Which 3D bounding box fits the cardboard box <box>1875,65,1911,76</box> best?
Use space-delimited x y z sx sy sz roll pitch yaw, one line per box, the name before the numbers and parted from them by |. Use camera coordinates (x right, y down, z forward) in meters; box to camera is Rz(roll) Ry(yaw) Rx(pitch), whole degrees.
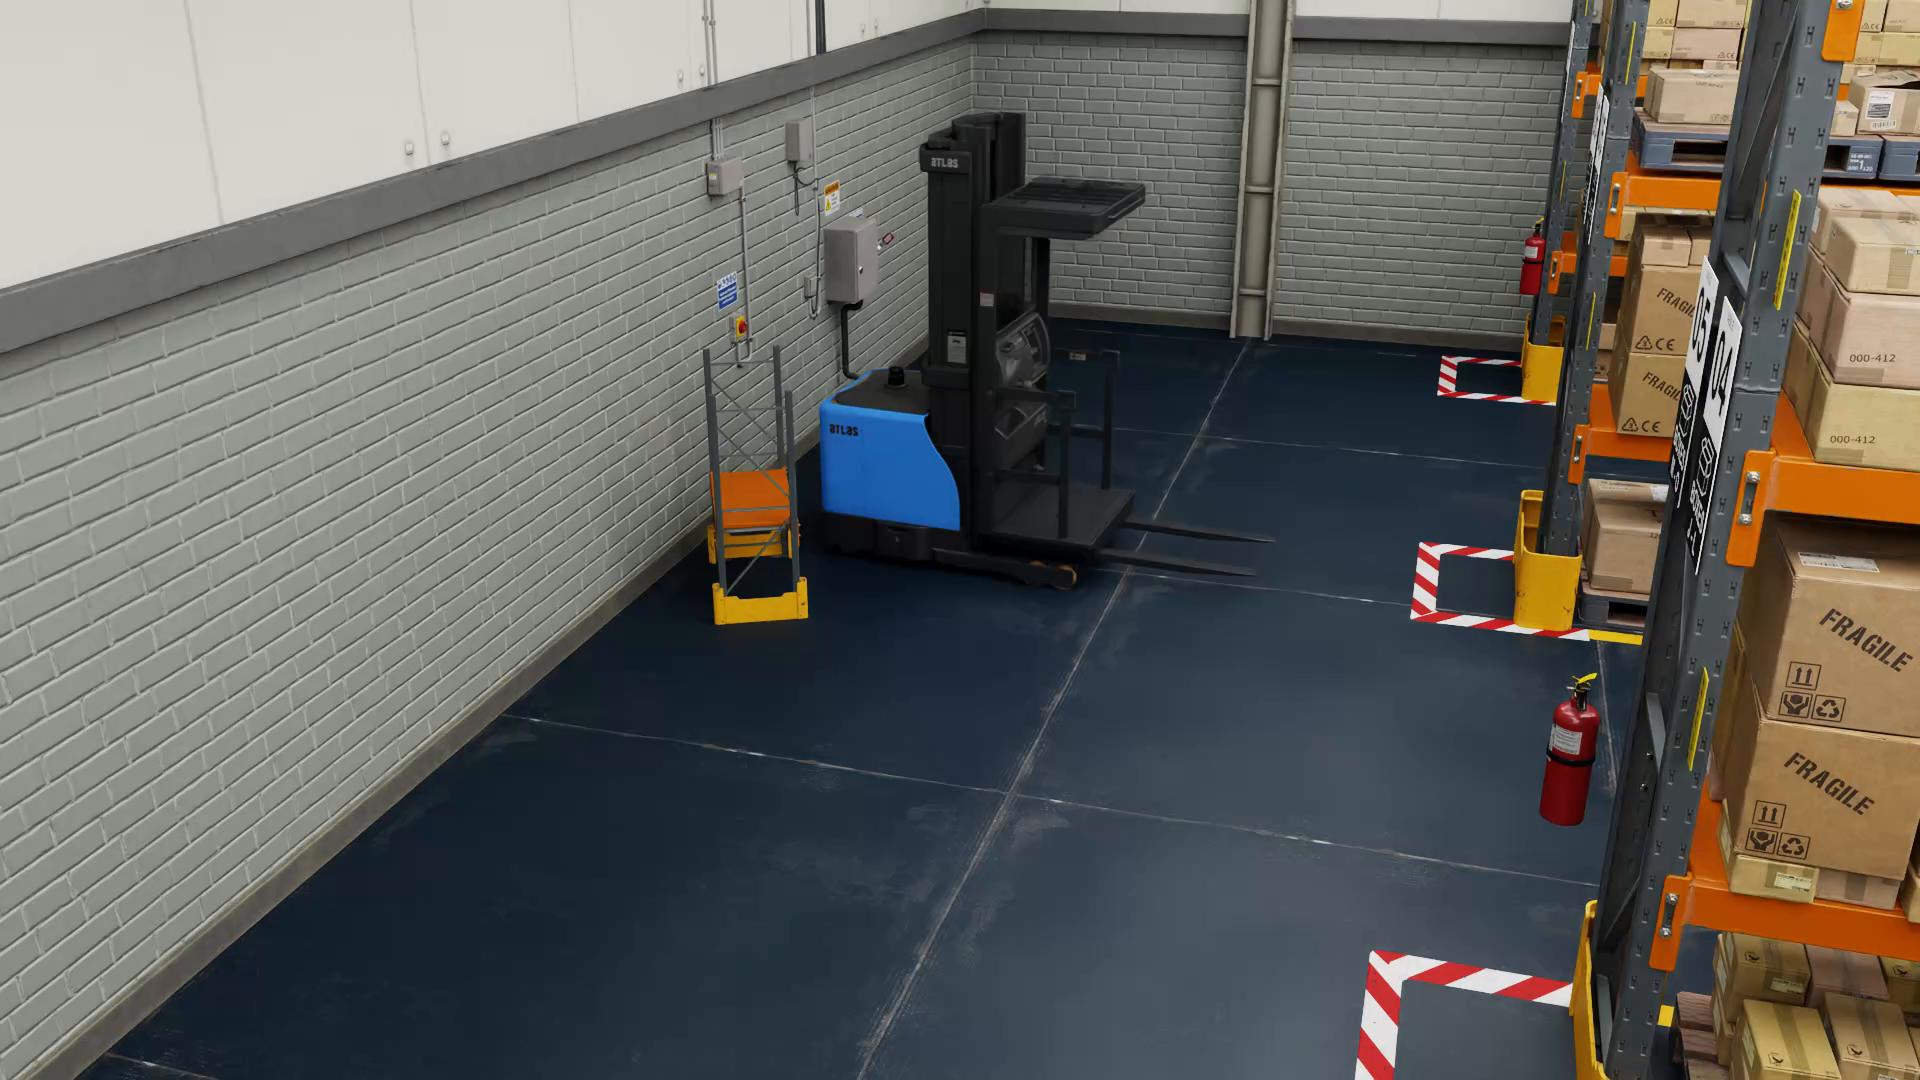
cardboard box | 7.453 -3.760 13.362 0.250 0.149 0.380 7 23 16

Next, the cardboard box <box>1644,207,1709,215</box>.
cardboard box | 6.104 -2.706 14.219 0.500 0.250 0.500 7 23 16

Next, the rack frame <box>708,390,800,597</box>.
rack frame | -1.257 -0.187 10.249 0.500 1.500 0.032 -4 23 -9

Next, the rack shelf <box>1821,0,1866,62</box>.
rack shelf | 4.417 -1.449 4.397 4.000 0.370 1.077 7 23 16

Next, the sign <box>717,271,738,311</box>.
sign | -1.643 -1.760 11.753 0.001 0.218 0.327 7 23 16

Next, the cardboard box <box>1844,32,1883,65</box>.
cardboard box | 7.092 -3.991 13.401 0.500 0.250 0.500 6 23 15

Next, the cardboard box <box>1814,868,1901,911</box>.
cardboard box | 2.973 1.057 5.572 0.250 0.149 0.380 7 23 17

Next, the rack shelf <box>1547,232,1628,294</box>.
rack shelf | 7.180 -2.288 14.344 4.000 0.370 1.077 7 23 16

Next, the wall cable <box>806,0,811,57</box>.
wall cable | -1.472 -4.606 11.142 0.029 3.000 2.355 7 23 16

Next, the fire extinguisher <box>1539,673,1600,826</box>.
fire extinguisher | 2.394 0.786 6.494 0.183 0.674 0.296 7 23 16

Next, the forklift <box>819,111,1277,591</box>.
forklift | 0.603 -1.248 10.950 3.031 2.935 1.130 8 24 20

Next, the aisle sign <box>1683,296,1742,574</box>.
aisle sign | 2.345 -0.329 5.193 0.004 0.787 0.394 7 23 16

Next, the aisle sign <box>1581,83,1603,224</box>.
aisle sign | 3.856 -2.360 10.145 0.004 0.787 0.394 7 23 16

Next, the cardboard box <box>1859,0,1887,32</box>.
cardboard box | 7.075 -4.223 13.307 0.500 0.250 0.500 7 23 17

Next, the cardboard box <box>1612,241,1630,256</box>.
cardboard box | 5.757 -2.577 14.432 0.250 0.149 0.380 7 23 17

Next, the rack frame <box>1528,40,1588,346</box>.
rack frame | 5.265 -2.840 14.742 0.127 3.000 1.000 7 23 16

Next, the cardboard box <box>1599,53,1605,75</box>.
cardboard box | 5.503 -3.992 13.929 0.250 0.149 0.380 7 23 17

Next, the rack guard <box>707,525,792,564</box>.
rack guard | -1.432 0.012 11.411 0.587 0.250 0.087 -4 23 -9

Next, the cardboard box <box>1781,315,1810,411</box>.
cardboard box | 3.014 -0.592 5.505 0.500 0.250 0.500 6 23 14

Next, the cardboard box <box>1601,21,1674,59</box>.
cardboard box | 5.611 -4.148 13.784 0.500 0.250 0.500 6 23 15

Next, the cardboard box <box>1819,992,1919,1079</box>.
cardboard box | 3.204 1.790 5.873 0.250 0.149 0.380 7 23 16

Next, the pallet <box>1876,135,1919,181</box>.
pallet | 5.720 -2.173 9.279 1.213 0.211 1.003 7 23 15

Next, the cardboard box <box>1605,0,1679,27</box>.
cardboard box | 5.617 -4.388 13.709 0.500 0.250 0.500 6 23 15

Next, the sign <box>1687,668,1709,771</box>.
sign | 2.345 0.570 5.288 0.005 0.325 0.100 7 23 16

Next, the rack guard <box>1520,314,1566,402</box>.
rack guard | 5.338 -1.675 15.196 0.348 0.500 1.175 7 23 16

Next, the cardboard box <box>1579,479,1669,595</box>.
cardboard box | 4.496 -0.009 10.663 0.875 0.438 0.875 6 23 14

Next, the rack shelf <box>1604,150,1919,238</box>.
rack shelf | 5.750 -1.872 9.377 4.000 0.370 1.077 7 23 16

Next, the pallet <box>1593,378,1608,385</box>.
pallet | 6.101 -1.455 15.039 1.213 0.211 1.003 7 23 16

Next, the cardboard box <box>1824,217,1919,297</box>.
cardboard box | 2.746 -0.843 4.933 0.250 0.149 0.380 6 23 15

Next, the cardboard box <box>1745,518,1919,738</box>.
cardboard box | 2.855 0.272 5.312 0.500 0.500 0.500 6 23 15

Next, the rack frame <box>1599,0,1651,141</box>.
rack frame | 3.835 -3.812 9.206 0.127 3.000 1.000 7 23 16

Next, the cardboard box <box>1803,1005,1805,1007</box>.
cardboard box | 3.324 1.763 6.332 0.250 0.149 0.380 6 23 14

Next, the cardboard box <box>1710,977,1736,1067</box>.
cardboard box | 3.066 1.880 6.438 0.250 0.149 0.380 7 23 16

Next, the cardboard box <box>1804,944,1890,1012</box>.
cardboard box | 3.306 1.637 6.246 0.250 0.149 0.380 7 23 17

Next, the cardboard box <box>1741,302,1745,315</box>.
cardboard box | 4.709 -1.335 9.623 0.500 0.500 0.500 6 23 14

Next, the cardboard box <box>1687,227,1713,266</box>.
cardboard box | 4.366 -1.703 9.665 0.250 0.149 0.380 7 23 17

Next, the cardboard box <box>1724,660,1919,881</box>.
cardboard box | 2.852 0.739 5.493 0.500 0.500 0.500 8 24 18

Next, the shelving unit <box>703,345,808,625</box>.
shelving unit | -1.346 -0.380 10.720 0.587 1.500 1.083 -4 23 -9

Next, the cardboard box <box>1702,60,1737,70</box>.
cardboard box | 6.211 -3.874 13.641 0.250 0.149 0.380 7 23 17

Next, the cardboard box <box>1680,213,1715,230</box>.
cardboard box | 4.486 -1.860 10.047 0.250 0.149 0.380 7 23 16

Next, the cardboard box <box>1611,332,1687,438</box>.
cardboard box | 4.211 -0.926 9.943 0.500 0.500 0.500 6 23 15

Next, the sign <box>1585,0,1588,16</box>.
sign | 5.109 -4.435 13.526 0.005 0.325 0.100 7 23 16
